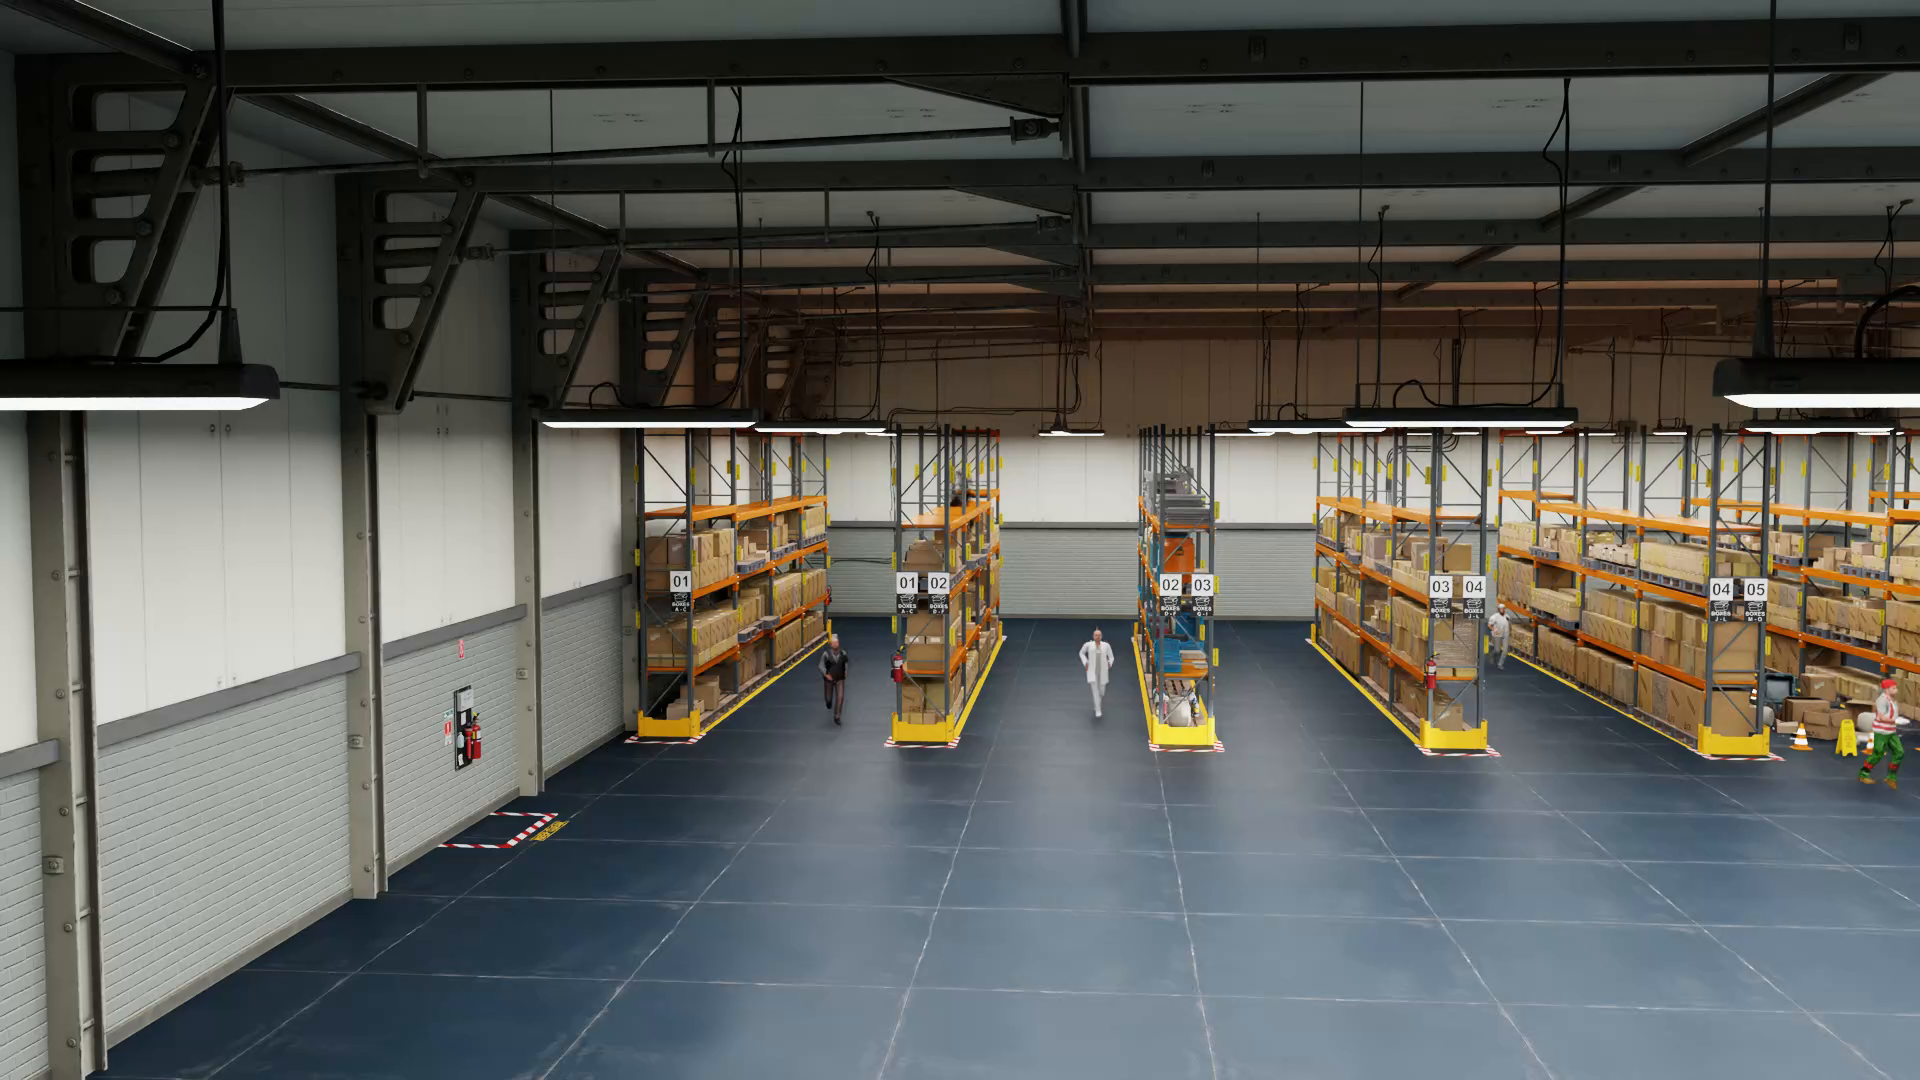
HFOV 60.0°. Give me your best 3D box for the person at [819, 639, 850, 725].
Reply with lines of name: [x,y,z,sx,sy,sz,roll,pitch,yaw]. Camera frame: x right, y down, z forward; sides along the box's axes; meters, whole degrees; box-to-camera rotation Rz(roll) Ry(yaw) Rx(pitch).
person: [-2.545,2.848,33.727,0.643,1.710,0.997,0,4,-8]

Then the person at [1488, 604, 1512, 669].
person: [13.444,2.396,41.365,0.596,1.621,0.544,0,3,-5]

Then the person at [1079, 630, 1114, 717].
person: [2.846,2.752,34.590,0.711,1.769,0.885,0,3,-2]

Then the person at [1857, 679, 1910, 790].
person: [15.135,3.196,27.194,0.675,1.871,0.772,-3,5,-41]
